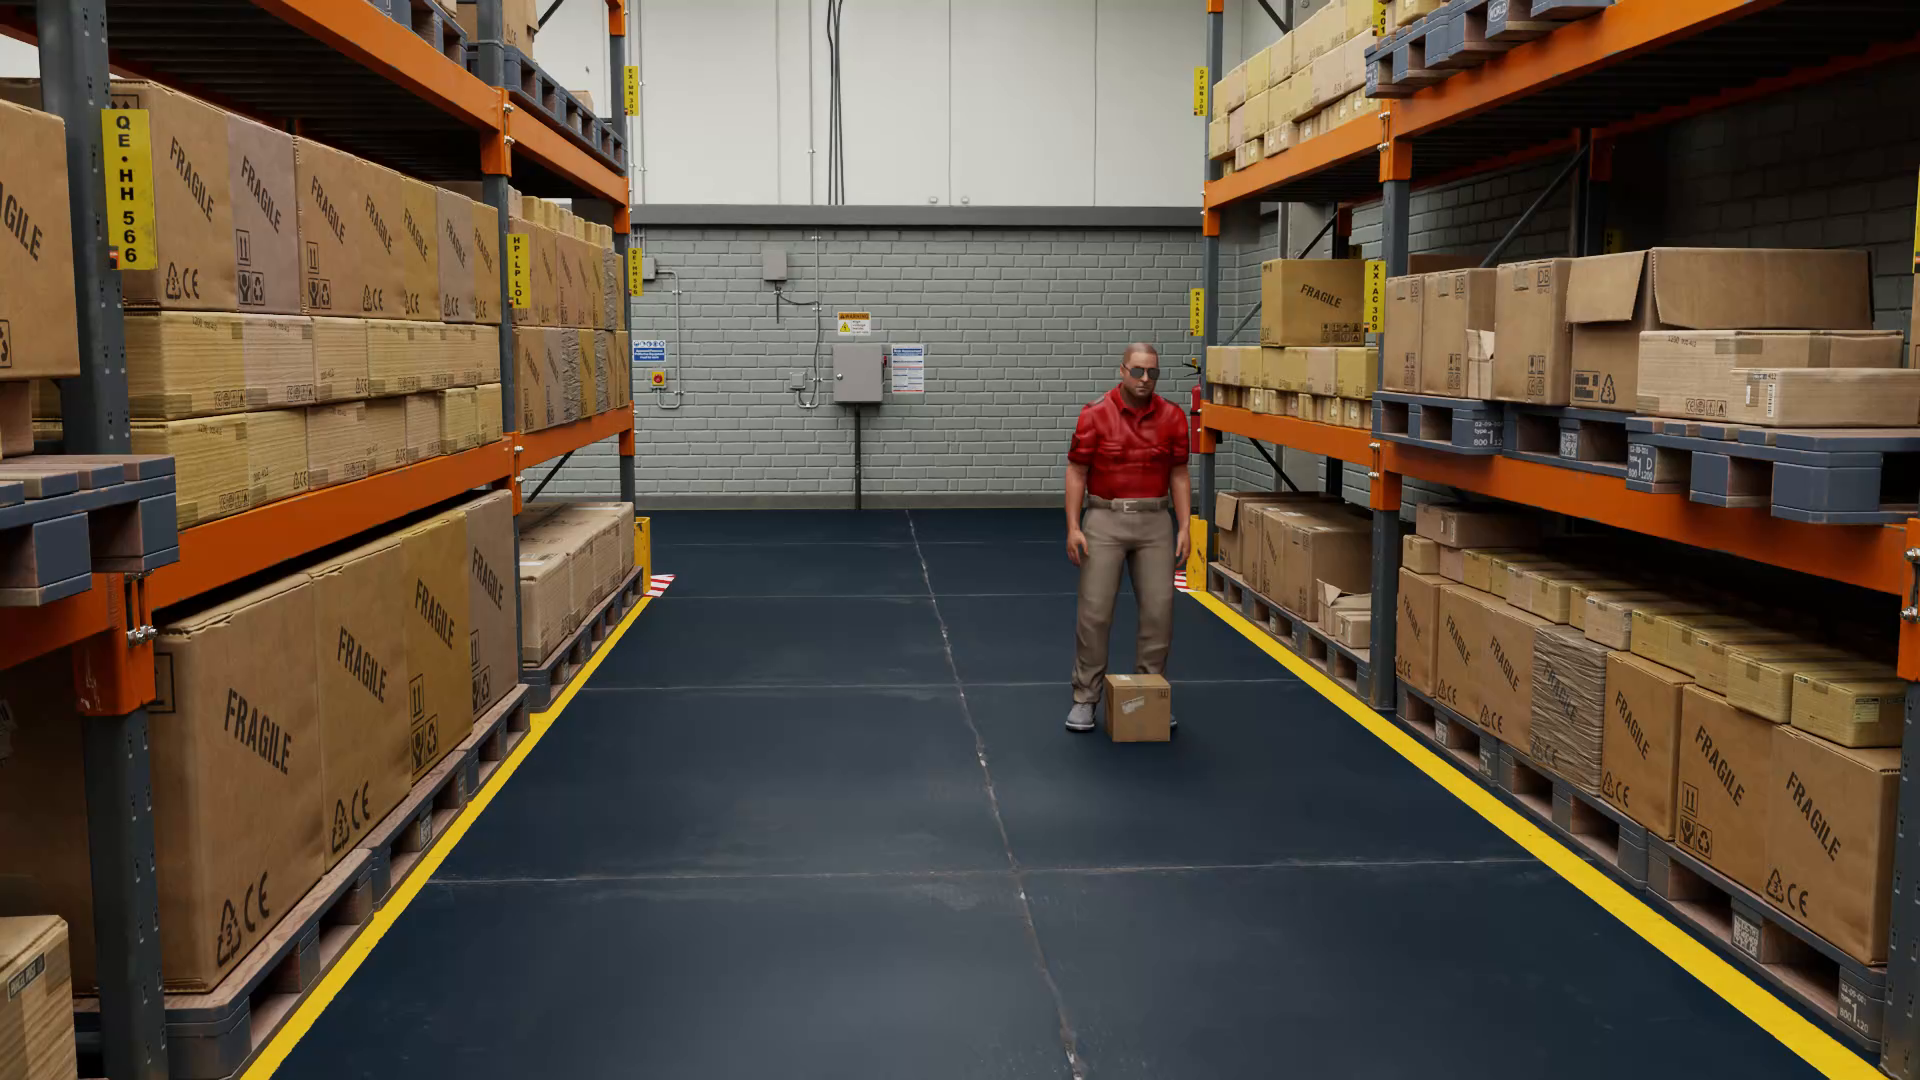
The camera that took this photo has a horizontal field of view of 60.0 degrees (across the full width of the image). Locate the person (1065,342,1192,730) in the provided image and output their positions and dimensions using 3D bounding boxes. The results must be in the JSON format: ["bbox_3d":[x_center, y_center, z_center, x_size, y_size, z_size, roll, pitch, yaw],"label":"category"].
[{"bbox_3d":[0.761,-0.023,7.499,0.597,1.725,0.401,-1,7,-7],"label":"person"}]
